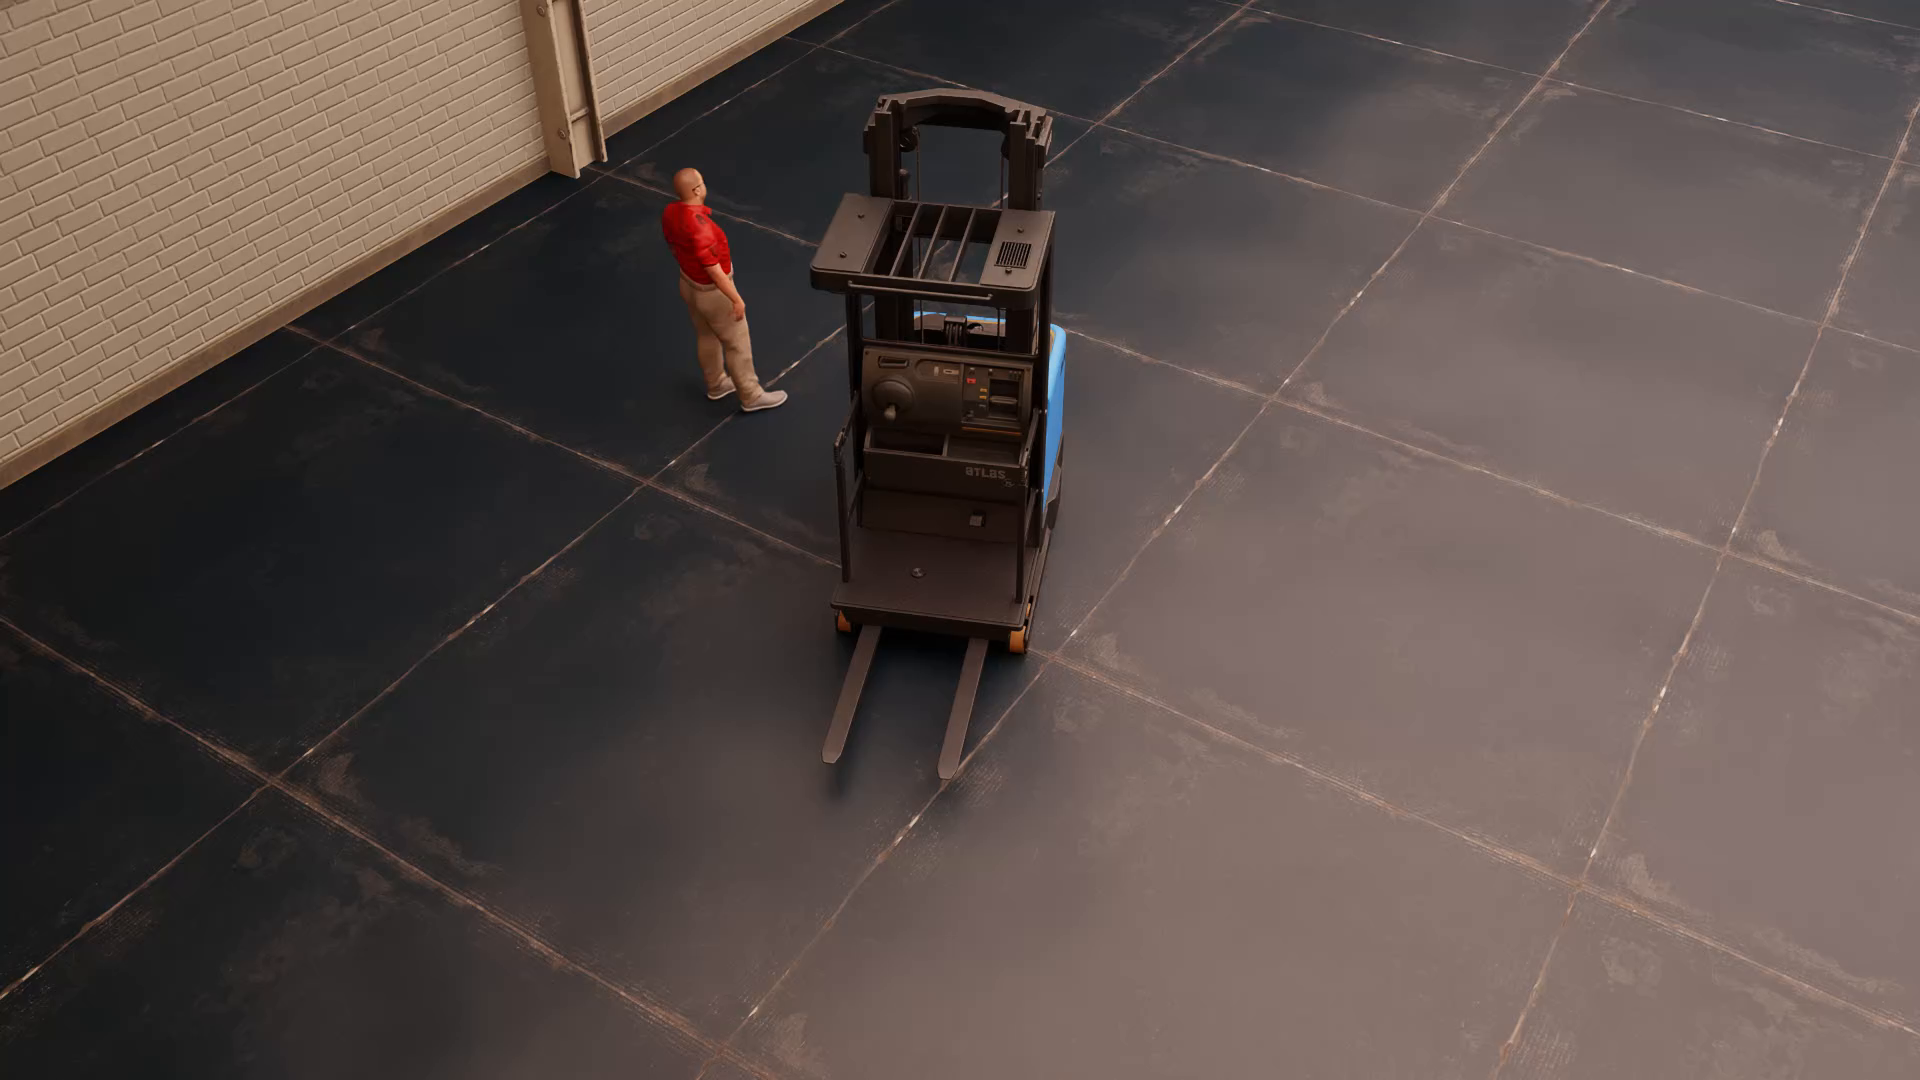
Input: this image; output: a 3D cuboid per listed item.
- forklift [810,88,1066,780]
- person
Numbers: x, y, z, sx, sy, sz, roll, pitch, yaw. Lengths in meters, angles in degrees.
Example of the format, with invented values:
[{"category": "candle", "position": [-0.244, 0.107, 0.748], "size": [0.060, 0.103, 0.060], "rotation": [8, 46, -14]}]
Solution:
[{"category": "forklift", "position": [-0.108, -0.731, 8.830], "size": [1.130, 2.935, 3.031], "rotation": [7, 41, 8]}, {"category": "person", "position": [-1.560, -1.656, 10.843], "size": [0.533, 1.730, 0.640], "rotation": [-28, 48, -29]}]
